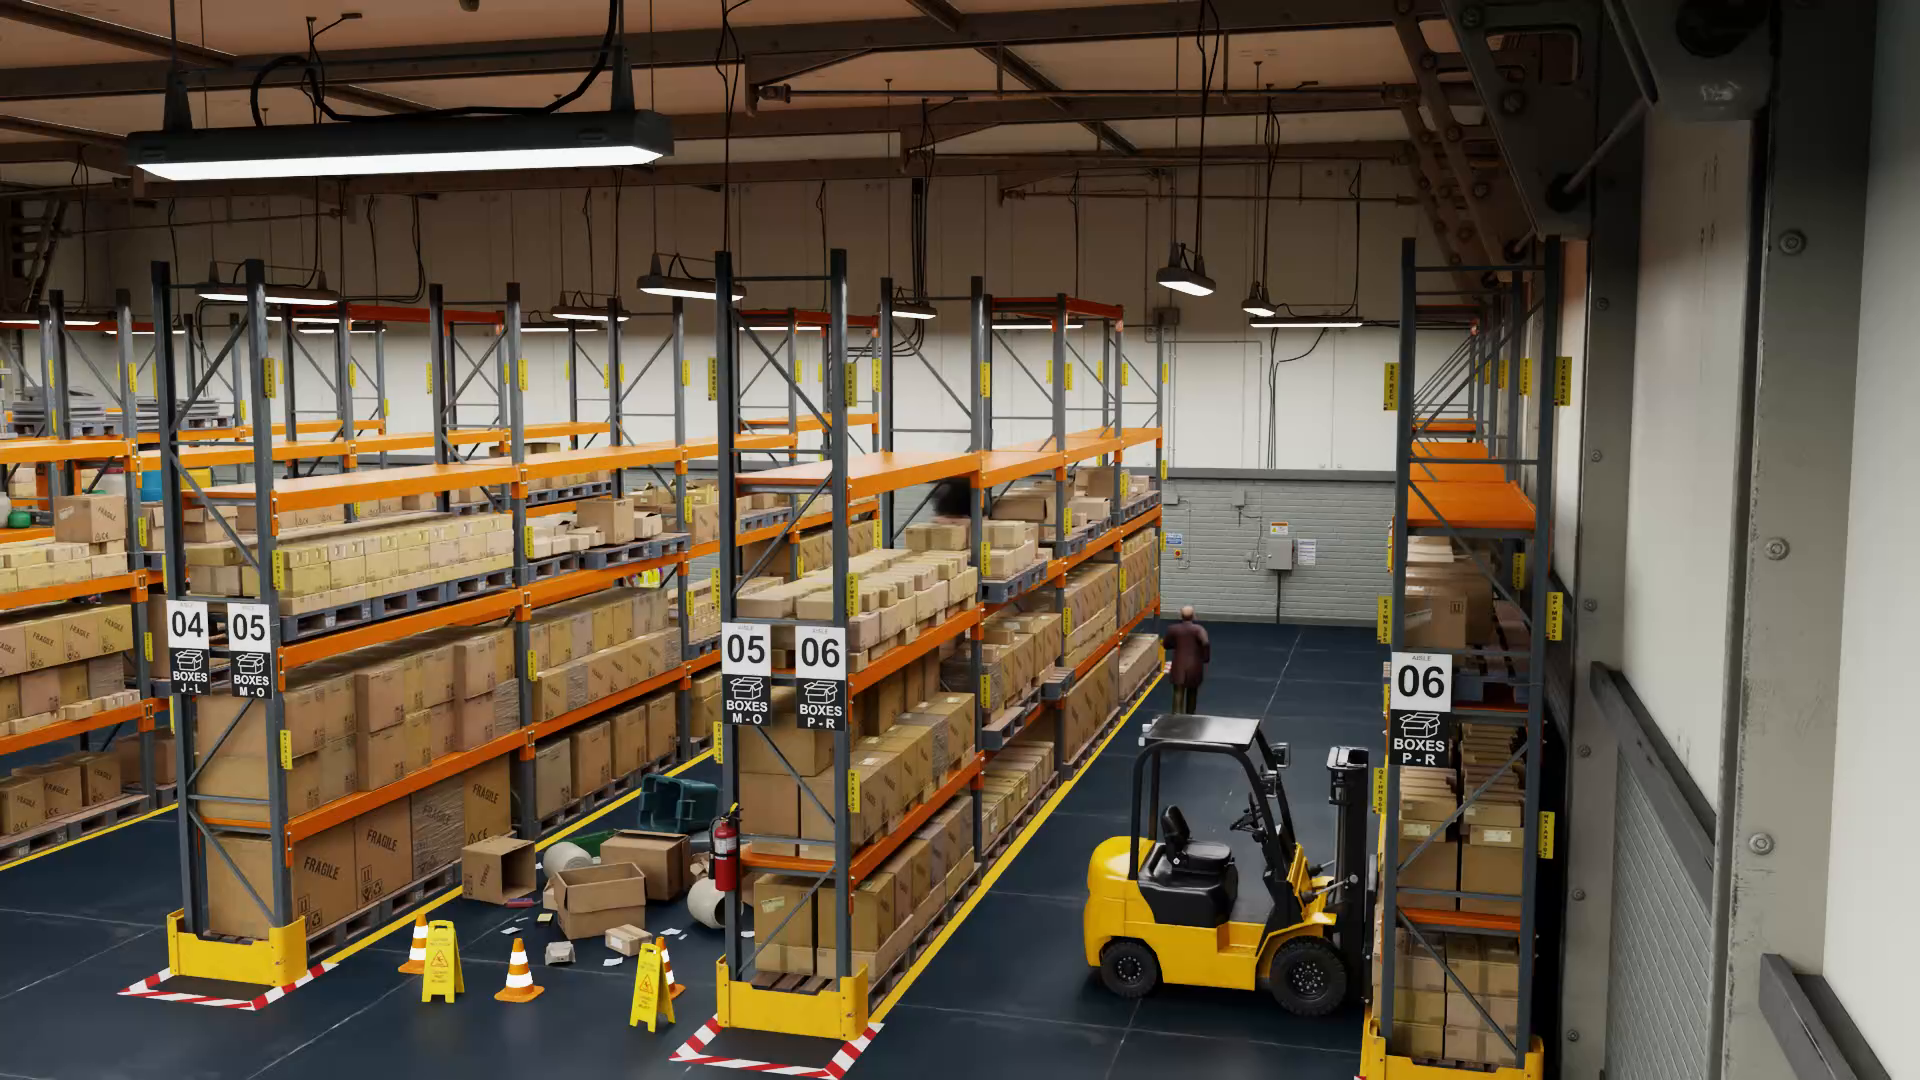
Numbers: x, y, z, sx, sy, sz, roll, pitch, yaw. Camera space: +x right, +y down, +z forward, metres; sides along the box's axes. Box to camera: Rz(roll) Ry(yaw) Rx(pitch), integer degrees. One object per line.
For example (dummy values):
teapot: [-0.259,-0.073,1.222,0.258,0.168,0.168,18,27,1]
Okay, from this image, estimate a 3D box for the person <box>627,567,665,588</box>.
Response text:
person: [-5.906,0.971,31.513,0.755,1.730,0.810,-5,8,-39]

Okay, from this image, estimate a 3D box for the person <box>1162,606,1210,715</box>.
person: [3.162,1.795,23.247,0.704,1.761,1.049,2,6,15]
